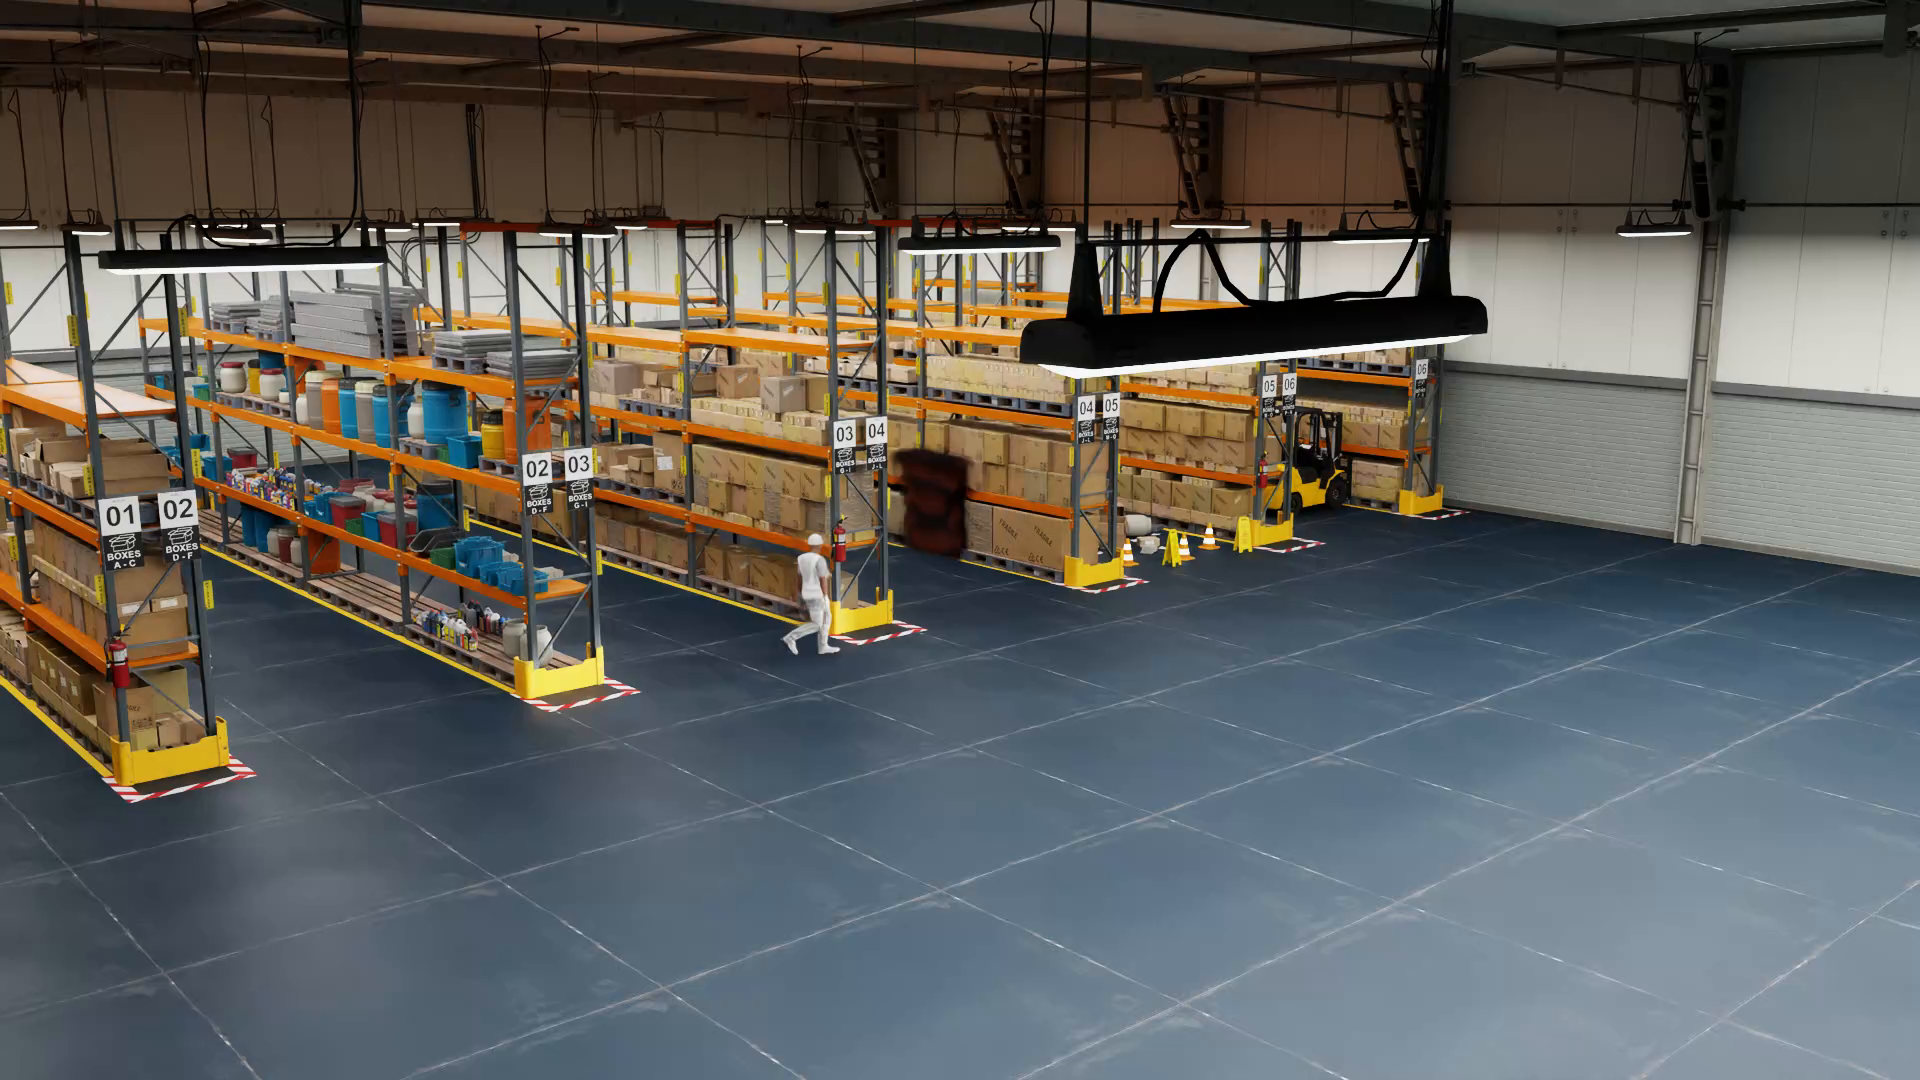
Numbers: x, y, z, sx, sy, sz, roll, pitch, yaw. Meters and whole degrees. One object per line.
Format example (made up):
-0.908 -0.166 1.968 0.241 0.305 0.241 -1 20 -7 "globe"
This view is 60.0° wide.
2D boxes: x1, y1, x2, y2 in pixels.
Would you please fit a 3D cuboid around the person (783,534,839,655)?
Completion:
-2.117 0.789 23.530 0.813 1.745 0.496 -2 12 -8 "person"

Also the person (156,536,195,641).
-11.518 0.603 24.354 0.622 1.775 0.452 9 14 37 "person"
